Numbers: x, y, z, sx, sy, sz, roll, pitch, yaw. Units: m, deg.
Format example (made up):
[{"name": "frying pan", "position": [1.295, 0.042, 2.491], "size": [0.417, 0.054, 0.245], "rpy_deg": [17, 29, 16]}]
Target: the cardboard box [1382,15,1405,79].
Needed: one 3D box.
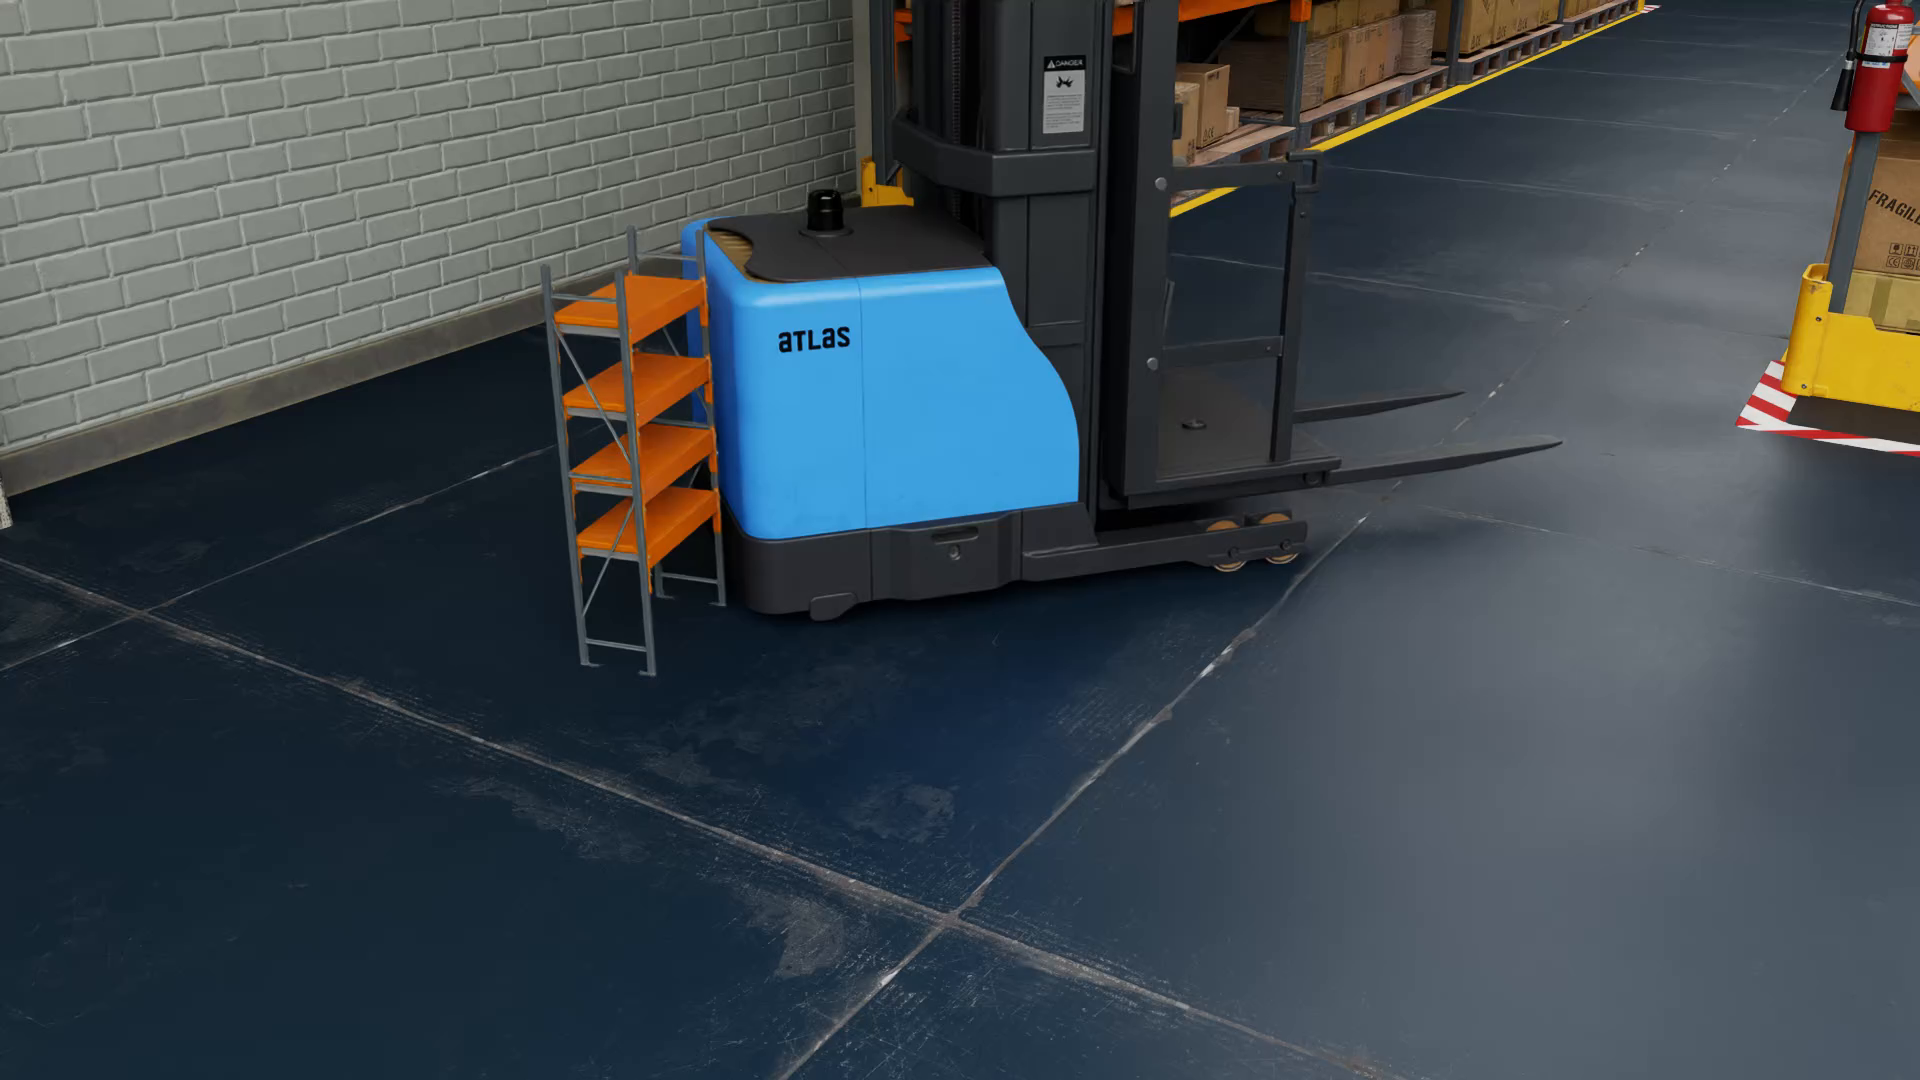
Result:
[{"name": "cardboard box", "position": [3.468, -4.356, 14.628], "size": [0.700, 0.500, 0.500], "rpy_deg": [14, 27, 29]}]

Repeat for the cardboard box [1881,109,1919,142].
[{"name": "cardboard box", "position": [4.710, -1.826, 8.181], "size": [0.500, 0.500, 0.500], "rpy_deg": [14, 27, 29]}]

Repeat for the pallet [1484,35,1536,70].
[{"name": "pallet", "position": [5.298, -5.085, 17.230], "size": [1.003, 0.211, 1.213], "rpy_deg": [14, 27, 29]}]

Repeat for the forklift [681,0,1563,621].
[{"name": "forklift", "position": [0.640, -1.430, 5.364], "size": [3.031, 2.935, 1.130], "rpy_deg": [-8, 25, -17]}]

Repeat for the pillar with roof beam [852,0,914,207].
[{"name": "pillar with roof beam", "position": [3.246, -5.273, 6.602], "size": [9.100, 9.000, 0.400], "rpy_deg": [14, 27, 29]}]

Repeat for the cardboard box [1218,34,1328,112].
[{"name": "cardboard box", "position": [2.438, -3.661, 13.023], "size": [0.700, 0.500, 0.500], "rpy_deg": [15, 28, 31]}]

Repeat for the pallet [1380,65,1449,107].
[{"name": "pallet", "position": [3.761, -4.161, 15.096], "size": [1.003, 0.211, 1.213], "rpy_deg": [14, 27, 29]}]

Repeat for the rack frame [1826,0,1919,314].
[{"name": "rack frame", "position": [4.165, -1.967, 6.519], "size": [1.000, 3.000, 0.127], "rpy_deg": [14, 27, 29]}]

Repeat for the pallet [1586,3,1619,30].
[{"name": "pallet", "position": [7.394, -6.428, 20.333], "size": [1.003, 0.211, 1.213], "rpy_deg": [14, 27, 29]}]

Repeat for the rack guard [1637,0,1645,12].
[{"name": "rack guard", "position": [8.407, -7.265, 21.903], "size": [1.175, 0.500, 0.348], "rpy_deg": [14, 27, 29]}]

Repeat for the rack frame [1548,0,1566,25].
[{"name": "rack frame", "position": [6.284, -7.054, 18.269], "size": [1.000, 3.000, 0.127], "rpy_deg": [14, 27, 29]}]

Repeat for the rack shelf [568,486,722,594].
[{"name": "rack shelf", "position": [-0.927, -0.018, 4.949], "size": [0.258, 0.148, 0.480], "rpy_deg": [7, 24, 16]}]

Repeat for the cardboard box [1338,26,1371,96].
[{"name": "cardboard box", "position": [2.972, -4.009, 13.829], "size": [0.700, 0.500, 0.500], "rpy_deg": [14, 27, 30]}]

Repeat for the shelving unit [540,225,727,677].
[{"name": "shelving unit", "position": [-0.927, -0.261, 4.844], "size": [0.258, 1.200, 0.503], "rpy_deg": [7, 24, 16]}]

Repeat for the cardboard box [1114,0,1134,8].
[{"name": "cardboard box", "position": [0.743, -3.221, 9.578], "size": [0.500, 0.250, 0.500], "rpy_deg": [13, 27, 27]}]

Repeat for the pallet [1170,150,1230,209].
[{"name": "pallet", "position": [1.097, -2.427, 11.090], "size": [1.003, 0.211, 1.213], "rpy_deg": [14, 27, 29]}]

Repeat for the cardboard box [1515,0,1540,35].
[{"name": "cardboard box", "position": [5.585, -5.713, 17.349], "size": [0.750, 0.750, 0.750], "rpy_deg": [15, 27, 31]}]

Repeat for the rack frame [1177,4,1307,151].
[{"name": "rack frame", "position": [2.064, -4.354, 12.032], "size": [1.000, 3.000, 0.127], "rpy_deg": [14, 27, 29]}]

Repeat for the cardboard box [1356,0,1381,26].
[{"name": "cardboard box", "position": [3.218, -4.495, 14.007], "size": [0.500, 0.250, 0.500], "rpy_deg": [14, 27, 29]}]

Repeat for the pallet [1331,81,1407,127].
[{"name": "pallet", "position": [3.116, -3.751, 14.149], "size": [1.003, 0.211, 1.213], "rpy_deg": [14, 27, 29]}]

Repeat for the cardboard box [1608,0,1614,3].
[{"name": "cardboard box", "position": [7.846, -7.024, 20.817], "size": [0.700, 0.500, 0.500], "rpy_deg": [14, 27, 29]}]

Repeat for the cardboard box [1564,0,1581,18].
[{"name": "cardboard box", "position": [6.766, -6.331, 19.216], "size": [0.700, 0.500, 0.500], "rpy_deg": [14, 27, 30]}]

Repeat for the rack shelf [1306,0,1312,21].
[{"name": "rack shelf", "position": [3.119, -4.699, 13.734], "size": [1.077, 0.370, 4.000], "rpy_deg": [14, 27, 29]}]

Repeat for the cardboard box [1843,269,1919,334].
[{"name": "cardboard box", "position": [4.197, -1.141, 7.543], "size": [0.500, 0.250, 0.500], "rpy_deg": [14, 27, 29]}]

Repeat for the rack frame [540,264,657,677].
[{"name": "rack frame", "position": [-0.999, -0.169, 4.630], "size": [0.240, 1.200, 0.015], "rpy_deg": [7, 24, 16]}]

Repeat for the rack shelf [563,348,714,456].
[{"name": "rack shelf", "position": [-0.927, -0.405, 4.782], "size": [0.258, 0.148, 0.480], "rpy_deg": [7, 24, 16]}]

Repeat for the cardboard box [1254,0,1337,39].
[{"name": "cardboard box", "position": [2.668, -4.154, 13.219], "size": [0.500, 0.250, 0.500], "rpy_deg": [13, 27, 28]}]

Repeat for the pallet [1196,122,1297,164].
[{"name": "pallet", "position": [1.740, -2.840, 12.045], "size": [1.003, 0.211, 1.213], "rpy_deg": [14, 27, 29]}]

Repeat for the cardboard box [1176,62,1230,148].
[{"name": "cardboard box", "position": [1.551, -3.050, 11.613], "size": [0.500, 0.500, 0.500], "rpy_deg": [12, 26, 25]}]

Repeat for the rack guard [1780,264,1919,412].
[{"name": "rack guard", "position": [4.152, -0.812, 6.996], "size": [1.175, 0.500, 0.348], "rpy_deg": [14, 27, 29]}]

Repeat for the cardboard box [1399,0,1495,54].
[{"name": "cardboard box", "position": [4.674, -5.131, 16.004], "size": [0.750, 0.750, 0.750], "rpy_deg": [13, 27, 28]}]

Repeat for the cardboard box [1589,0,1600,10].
[{"name": "cardboard box", "position": [7.306, -6.672, 20.005], "size": [0.700, 0.500, 0.500], "rpy_deg": [15, 27, 30]}]

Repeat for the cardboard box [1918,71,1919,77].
[{"name": "cardboard box", "position": [4.422, -2.168, 6.856], "size": [0.700, 0.500, 0.500], "rpy_deg": [14, 27, 29]}]
